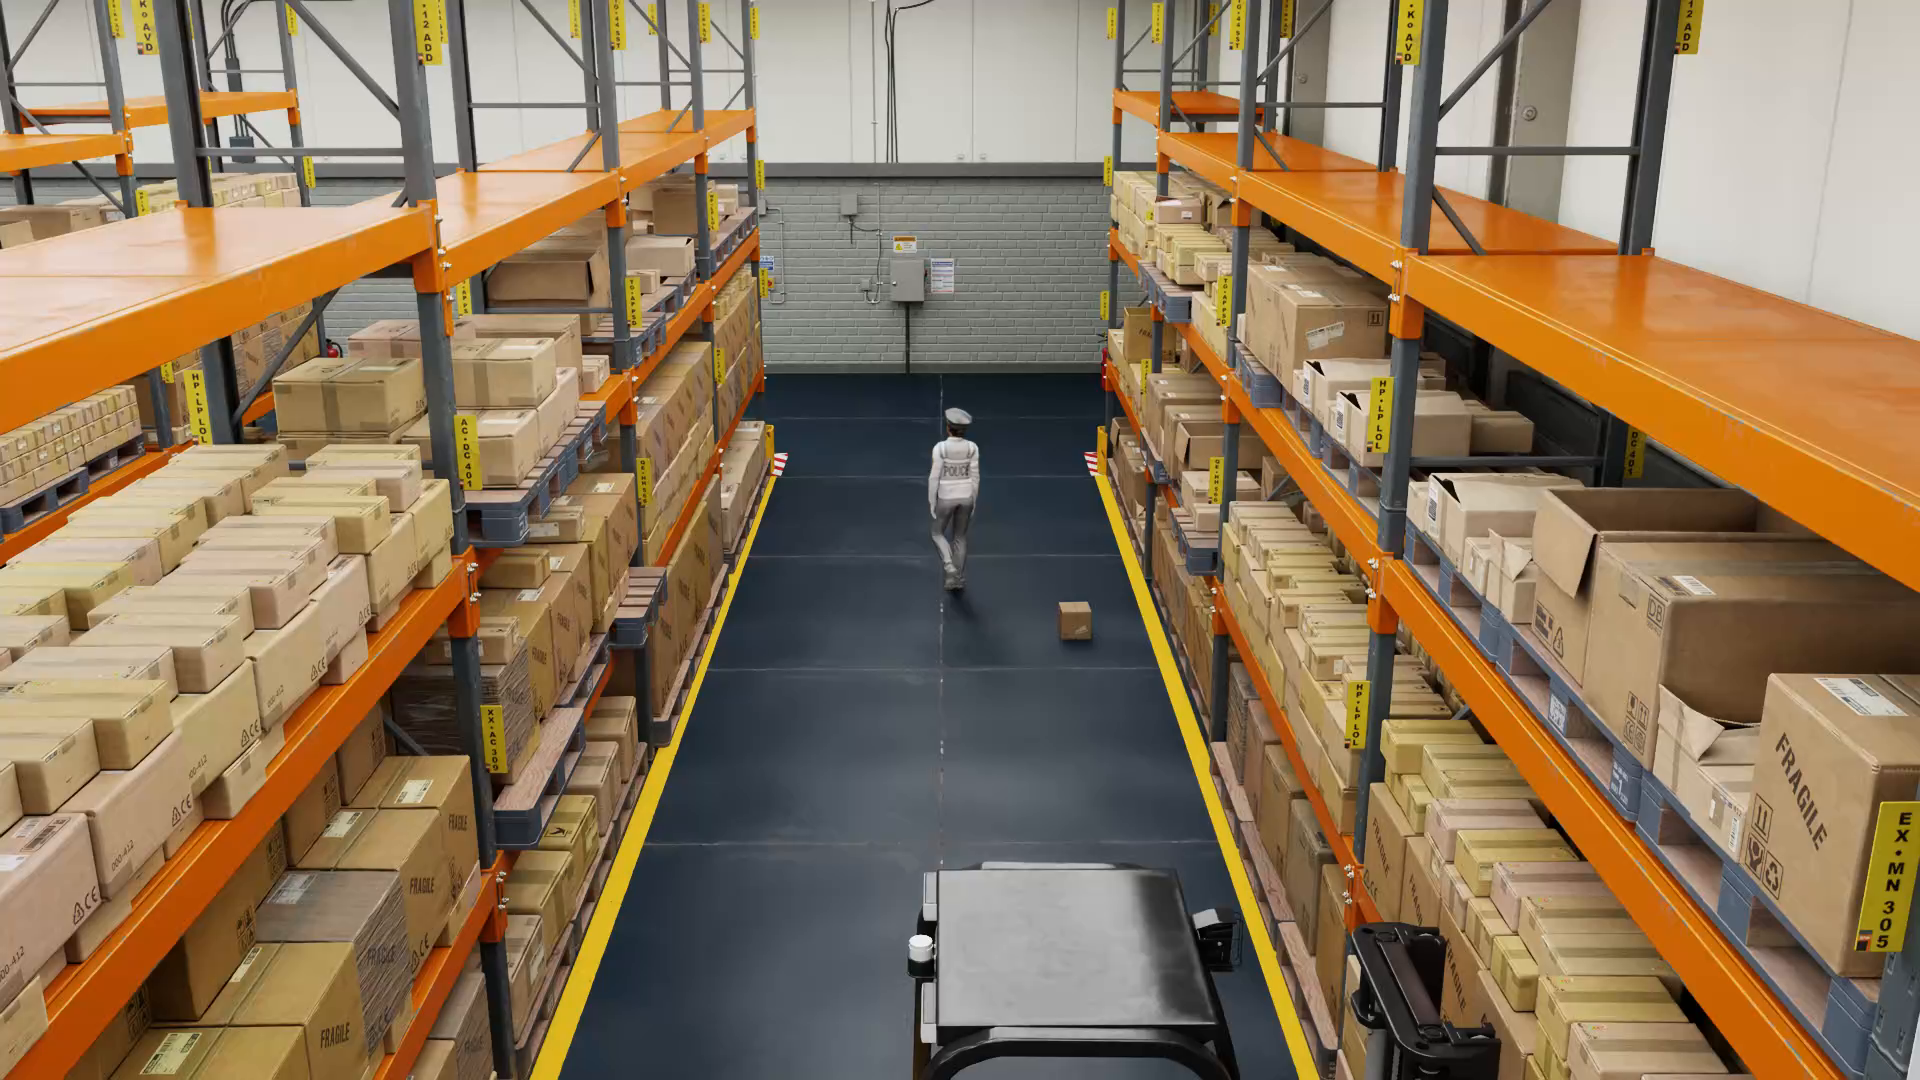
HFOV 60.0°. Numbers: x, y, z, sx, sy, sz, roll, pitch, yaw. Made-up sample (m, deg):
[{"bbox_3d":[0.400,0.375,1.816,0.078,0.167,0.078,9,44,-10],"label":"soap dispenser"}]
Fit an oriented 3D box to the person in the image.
[{"bbox_3d":[-3.062,0.378,11.935,7.935,2.202,5.089,-5,18,-14],"label":"person"}]
